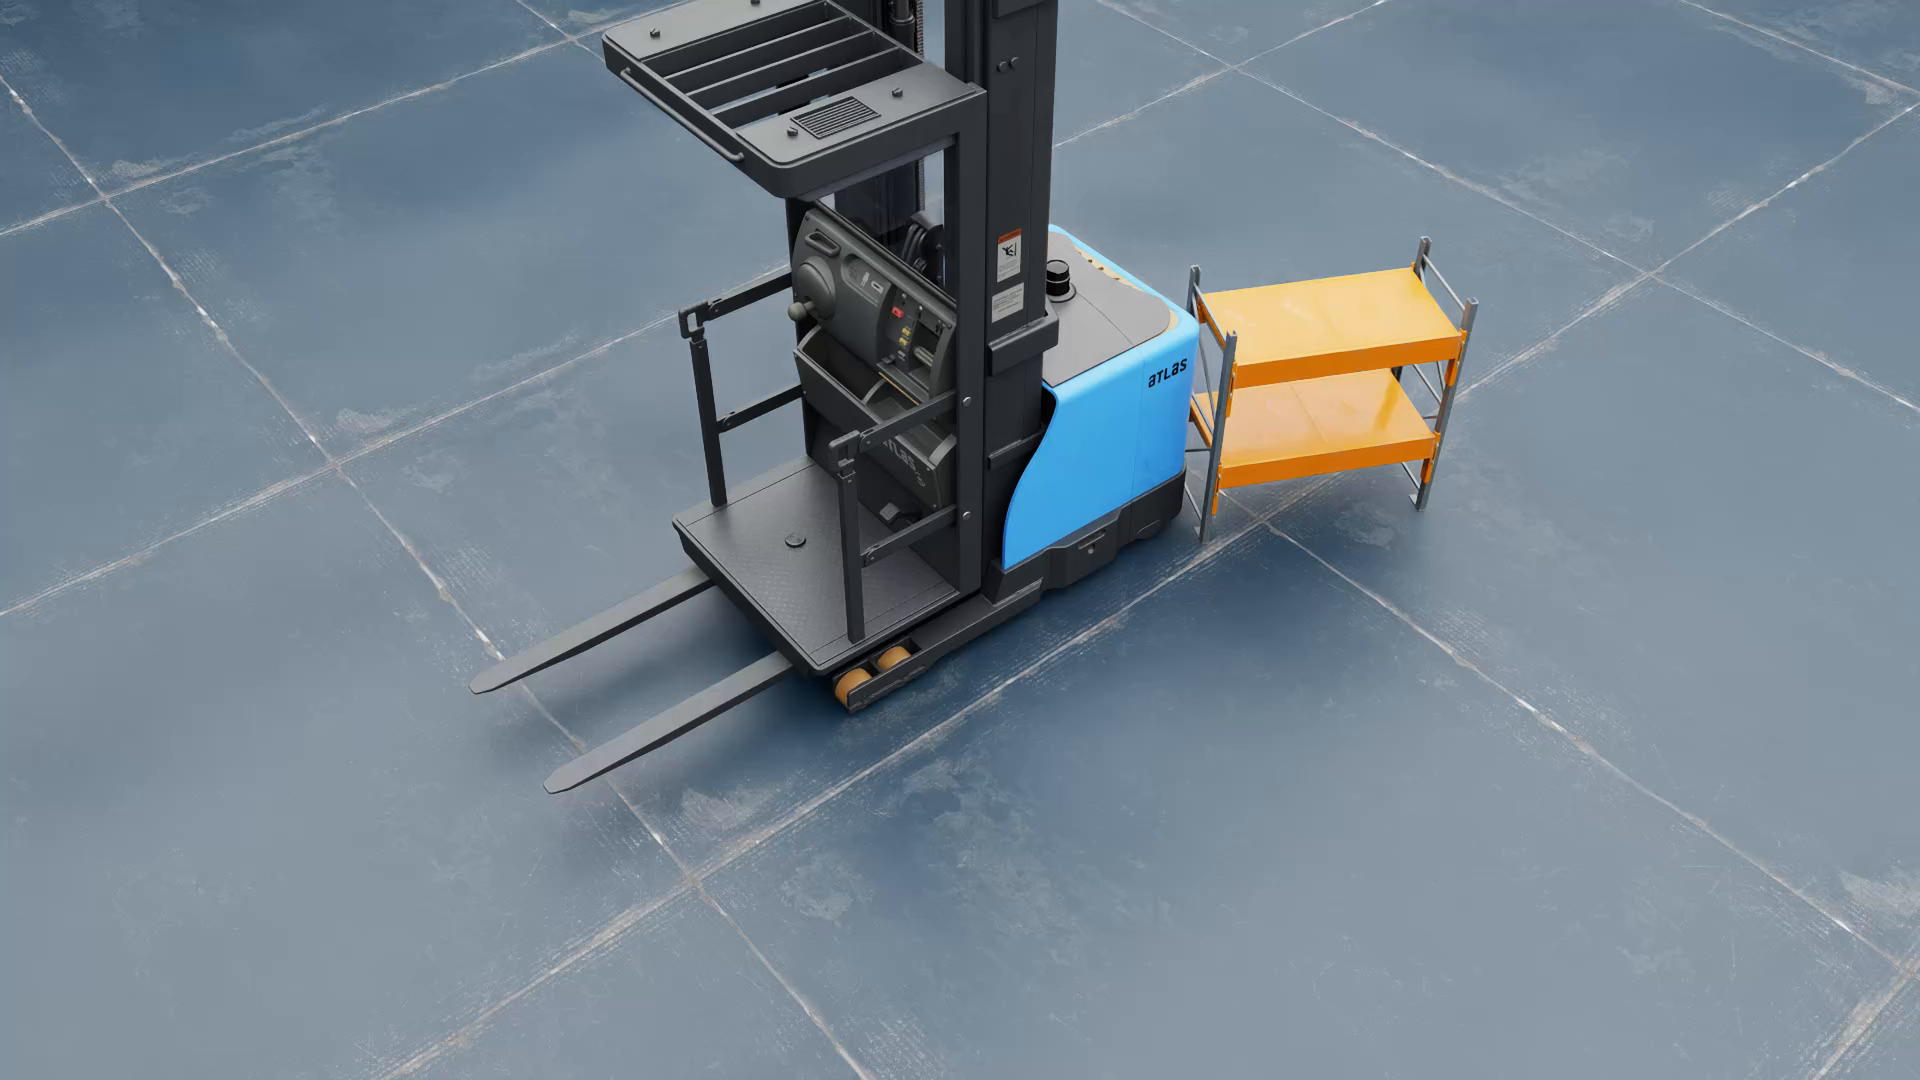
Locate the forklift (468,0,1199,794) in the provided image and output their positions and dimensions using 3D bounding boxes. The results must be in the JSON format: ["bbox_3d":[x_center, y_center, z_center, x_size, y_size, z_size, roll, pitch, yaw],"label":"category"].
[{"bbox_3d":[-0.492,-0.806,6.021,3.031,2.935,1.130,-28,50,-27],"label":"forklift"}]

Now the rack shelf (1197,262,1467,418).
[{"bbox_3d":[1.518,-0.844,6.953,1.000,0.278,0.538,-8,44,-9],"label":"rack shelf"}]

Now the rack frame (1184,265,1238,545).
[{"bbox_3d":[1.021,-0.557,7.075,0.032,1.125,0.500,-8,44,-9],"label":"rack frame"}]

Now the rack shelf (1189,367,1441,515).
[{"bbox_3d":[1.518,-0.453,7.321,1.000,0.278,0.538,-8,44,-9],"label":"rack shelf"}]

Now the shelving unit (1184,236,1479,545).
[{"bbox_3d":[1.518,-0.631,7.154,1.048,1.125,0.538,-8,44,-9],"label":"shelving unit"}]

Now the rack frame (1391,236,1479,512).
[{"bbox_3d":[2.014,-0.705,7.233,0.032,1.125,0.500,-8,44,-9],"label":"rack frame"}]
